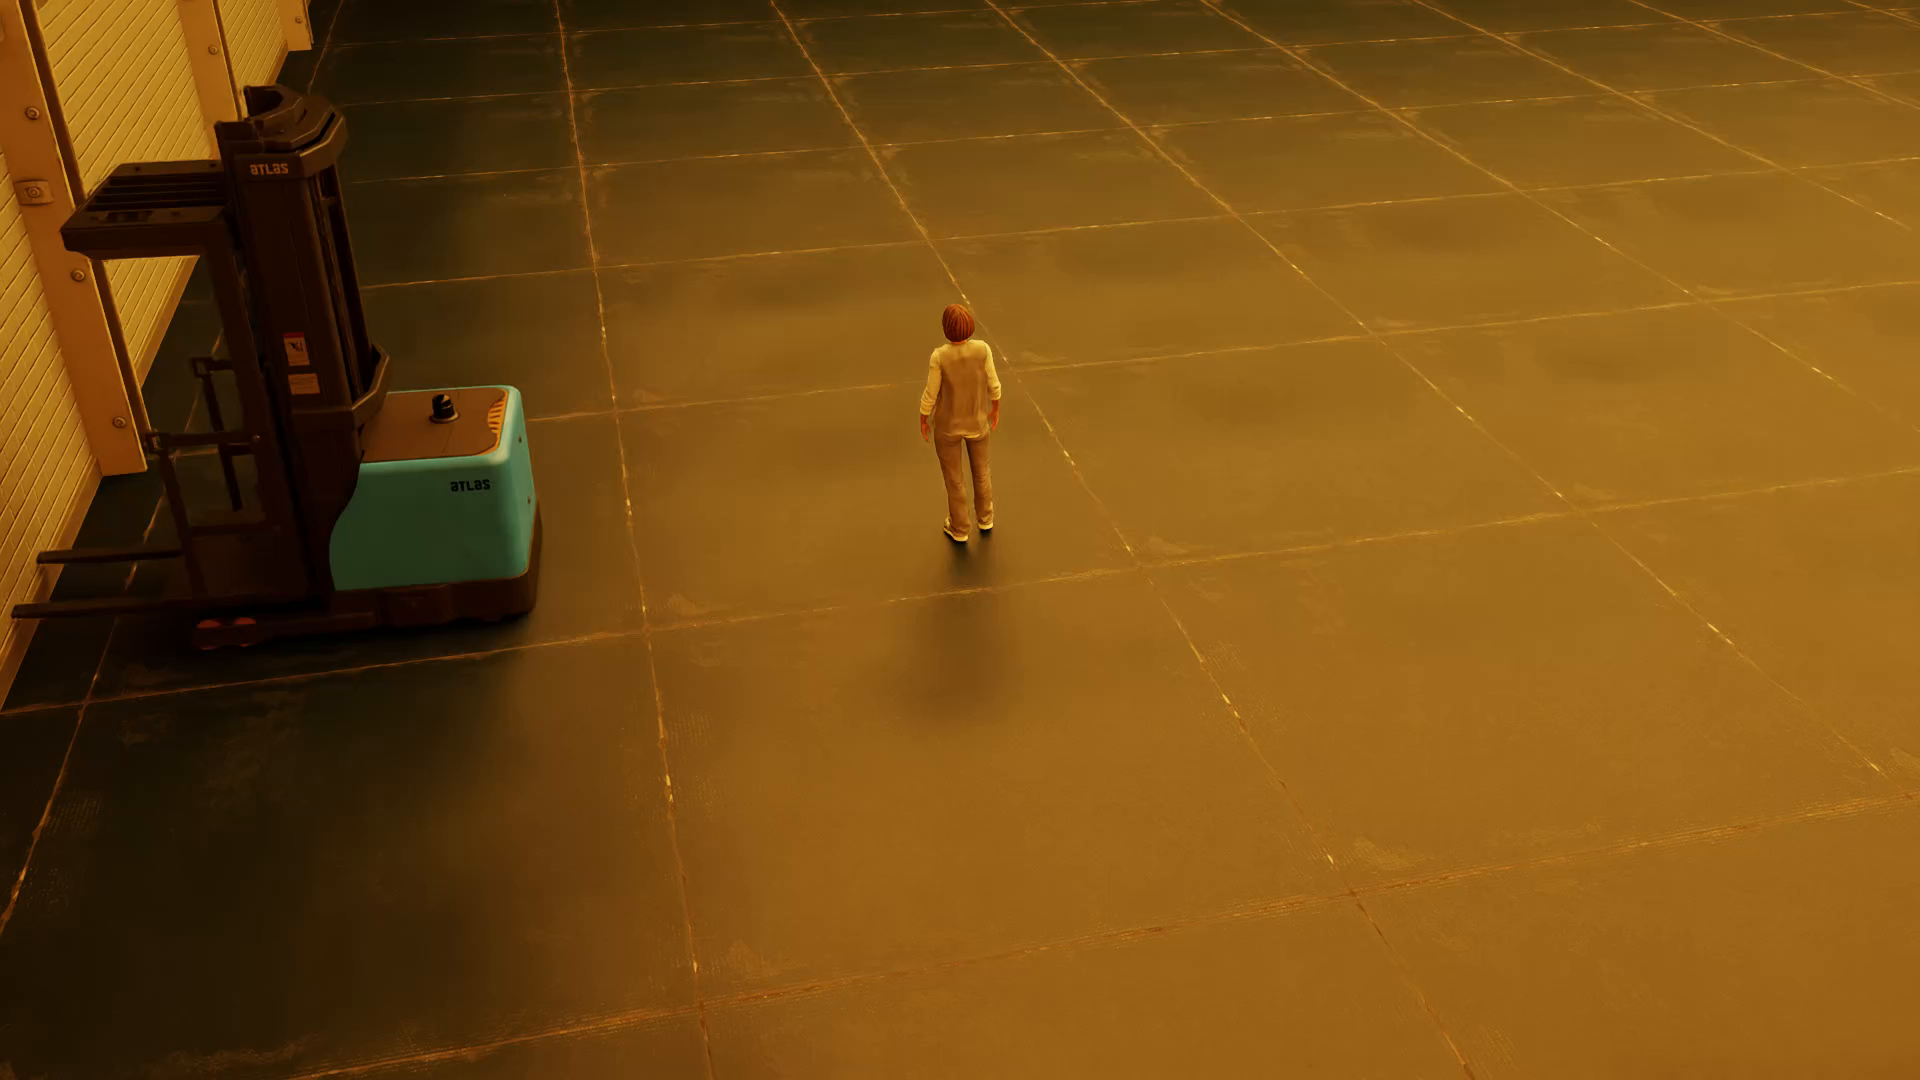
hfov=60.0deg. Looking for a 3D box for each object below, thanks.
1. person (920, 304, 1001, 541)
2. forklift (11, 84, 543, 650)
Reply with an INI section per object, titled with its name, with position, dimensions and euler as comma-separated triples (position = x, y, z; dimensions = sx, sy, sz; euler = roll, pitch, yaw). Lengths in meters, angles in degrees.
[person]
position = -0.004, -0.726, 10.167
dimensions = 0.521, 1.577, 0.473
euler = -7, 31, -12
[forklift]
position = -4.051, -0.930, 9.180
dimensions = 3.031, 2.935, 1.130
euler = -4, 30, -8
